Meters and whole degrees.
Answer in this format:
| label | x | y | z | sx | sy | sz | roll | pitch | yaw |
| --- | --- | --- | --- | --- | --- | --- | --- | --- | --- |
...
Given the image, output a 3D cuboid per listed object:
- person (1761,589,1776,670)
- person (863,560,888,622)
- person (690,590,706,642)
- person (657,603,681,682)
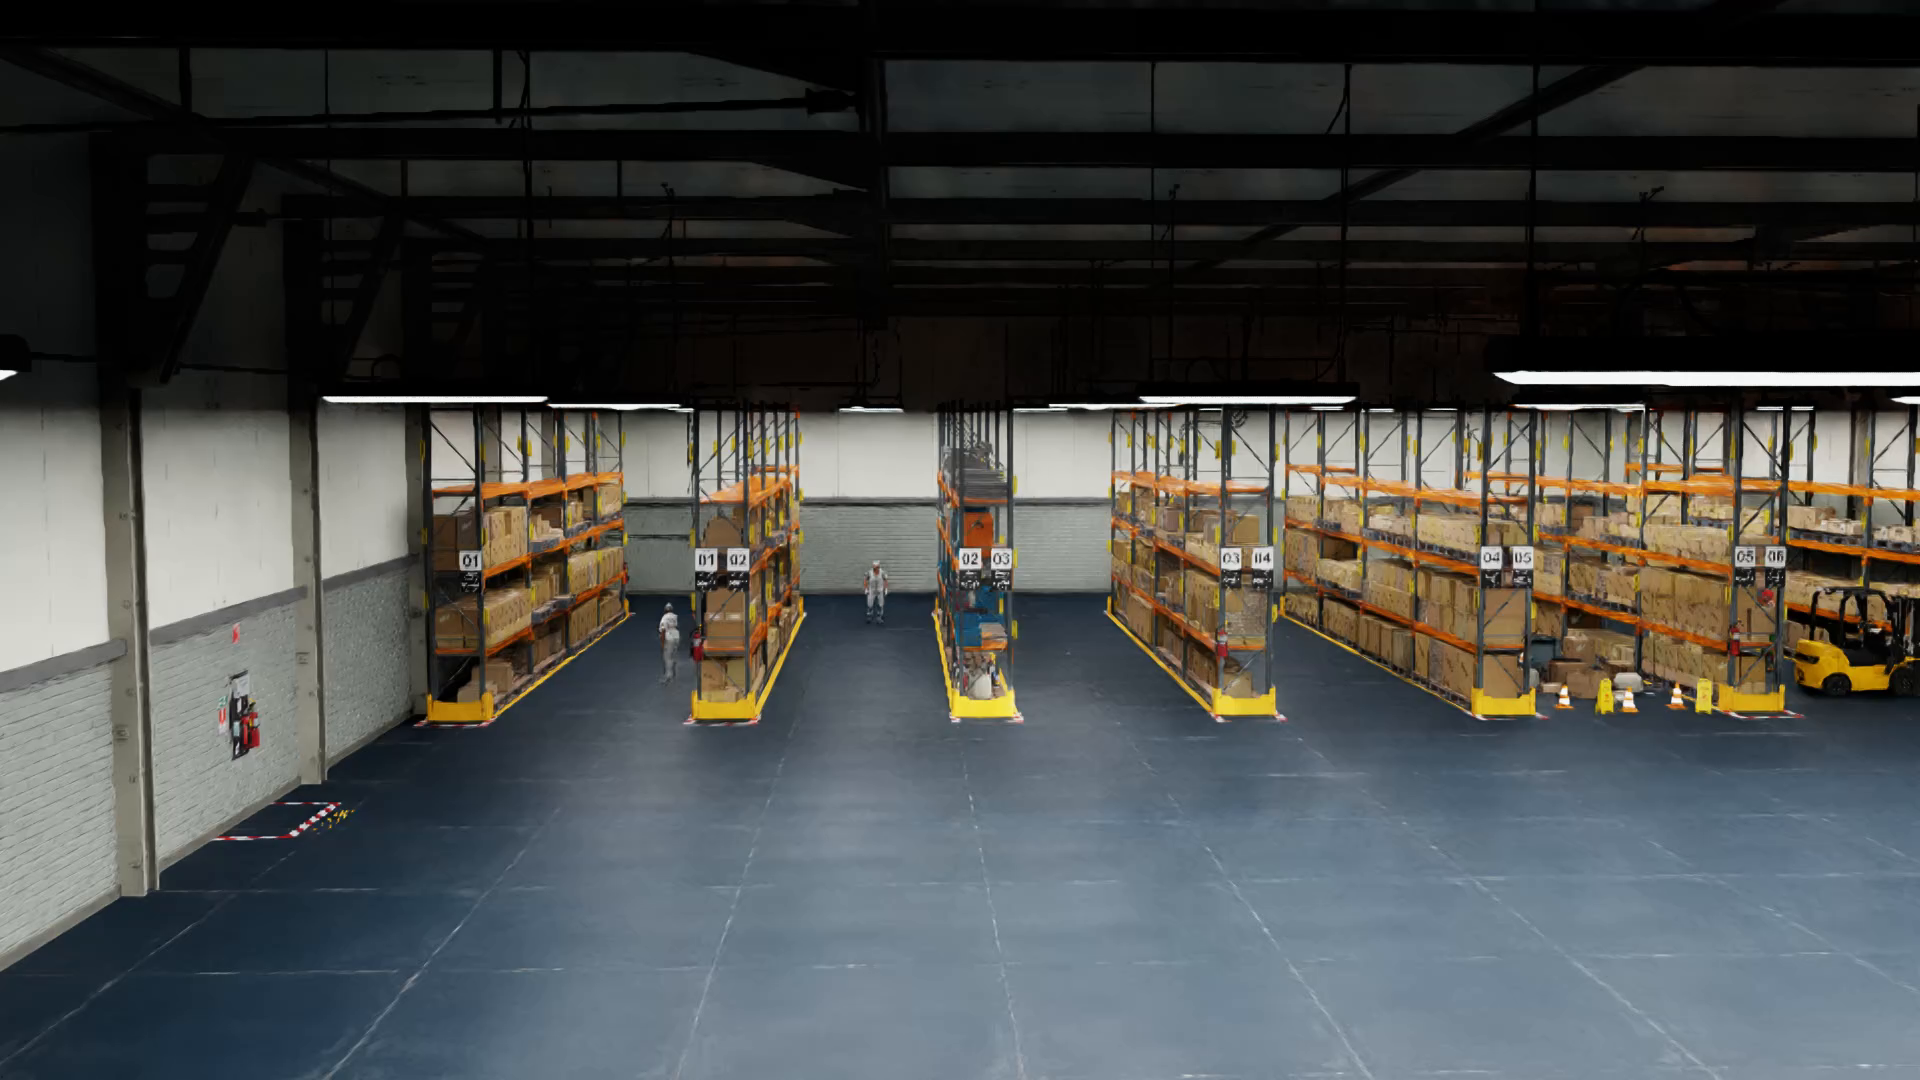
| label | x | y | z | sx | sy | sz | roll | pitch | yaw |
| --- | --- | --- | --- | --- | --- | --- | --- | --- | --- |
| person | 18.042 | 1.987 | 37.251 | 0.577 | 1.785 | 0.655 | 2 | 5 | 25 |
| person | -2.305 | 1.404 | 45.547 | 0.677 | 1.742 | 0.552 | 0 | 4 | -4 |
| person | -6.356 | 1.787 | 40.870 | 0.543 | 1.648 | 1.115 | 0 | 4 | 0 |
| person | -6.271 | 2.181 | 35.661 | 0.477 | 1.660 | 0.523 | 2 | 5 | 29 |
